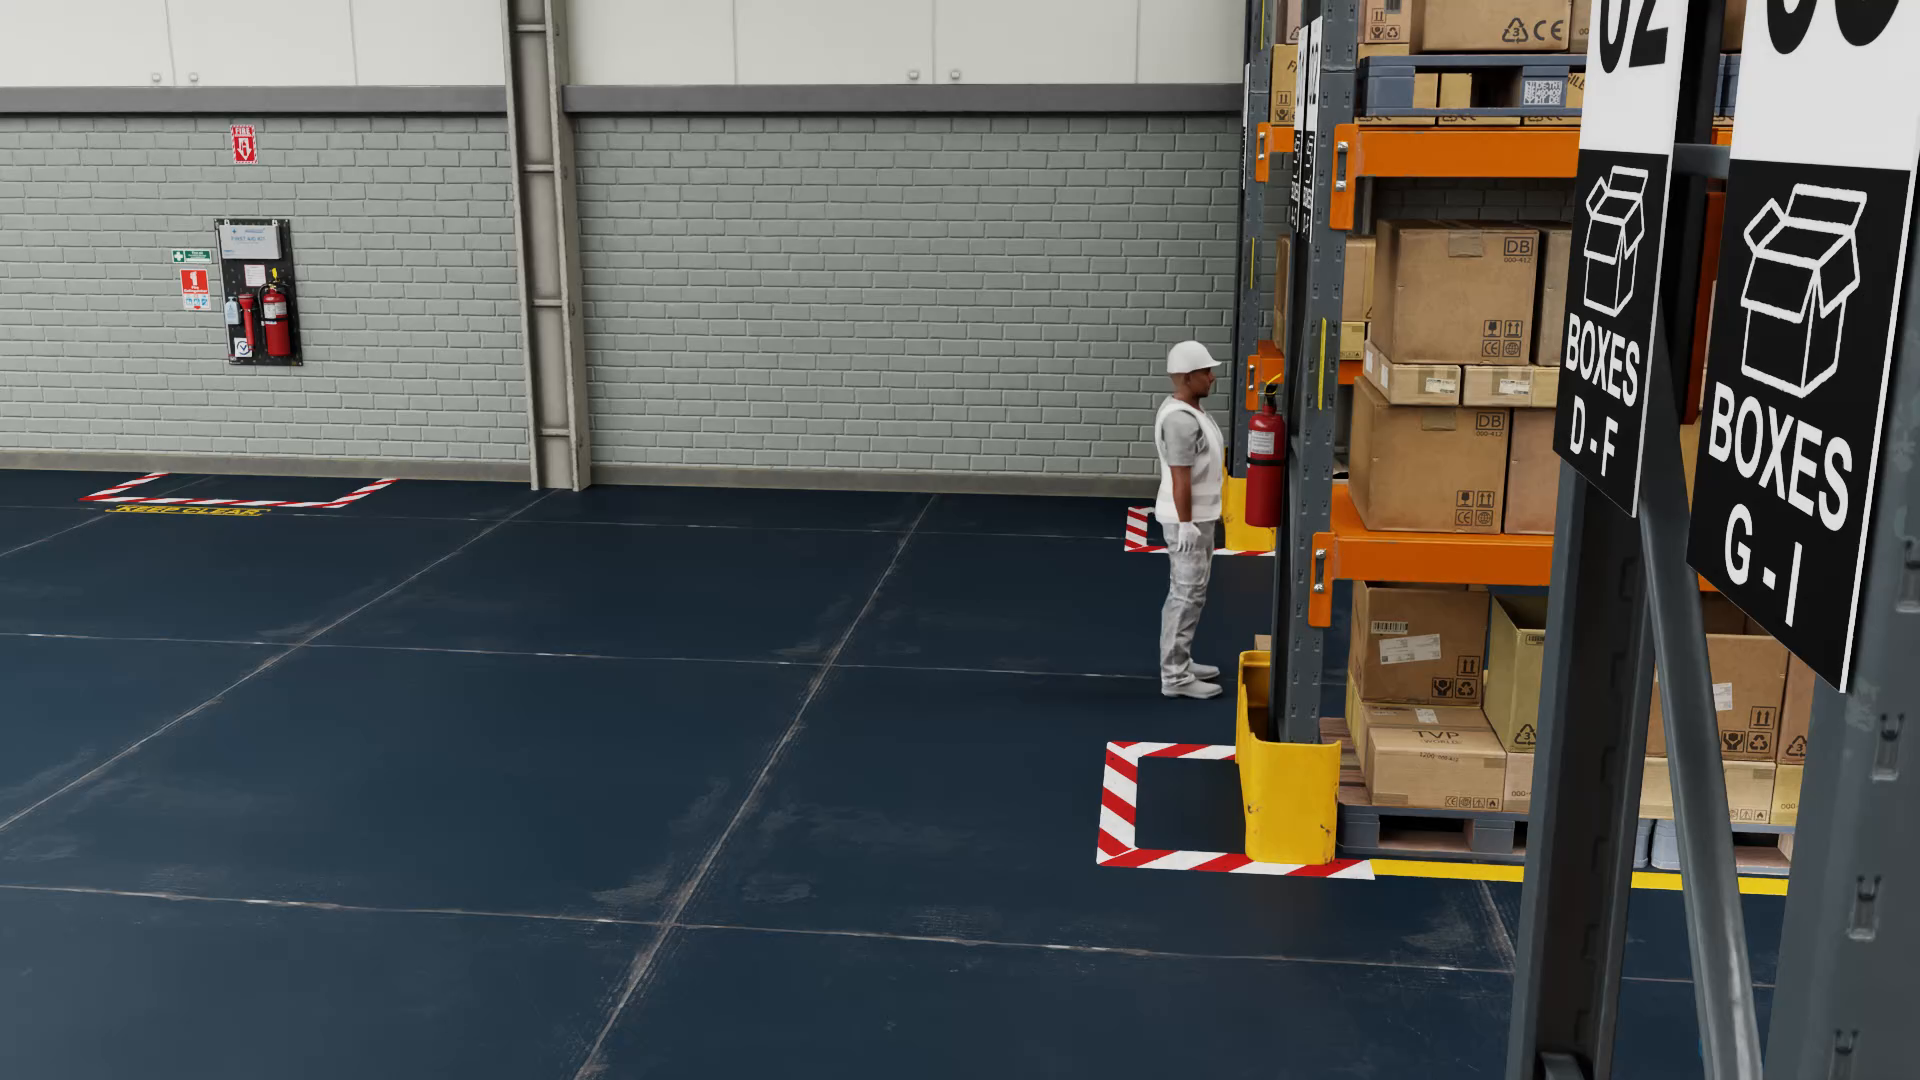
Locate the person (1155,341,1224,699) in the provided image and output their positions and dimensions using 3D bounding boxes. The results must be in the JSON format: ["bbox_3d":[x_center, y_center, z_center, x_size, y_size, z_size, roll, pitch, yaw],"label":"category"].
[{"bbox_3d":[1.165,-0.112,8.402,0.381,1.785,0.549,2,14,8],"label":"person"}]
